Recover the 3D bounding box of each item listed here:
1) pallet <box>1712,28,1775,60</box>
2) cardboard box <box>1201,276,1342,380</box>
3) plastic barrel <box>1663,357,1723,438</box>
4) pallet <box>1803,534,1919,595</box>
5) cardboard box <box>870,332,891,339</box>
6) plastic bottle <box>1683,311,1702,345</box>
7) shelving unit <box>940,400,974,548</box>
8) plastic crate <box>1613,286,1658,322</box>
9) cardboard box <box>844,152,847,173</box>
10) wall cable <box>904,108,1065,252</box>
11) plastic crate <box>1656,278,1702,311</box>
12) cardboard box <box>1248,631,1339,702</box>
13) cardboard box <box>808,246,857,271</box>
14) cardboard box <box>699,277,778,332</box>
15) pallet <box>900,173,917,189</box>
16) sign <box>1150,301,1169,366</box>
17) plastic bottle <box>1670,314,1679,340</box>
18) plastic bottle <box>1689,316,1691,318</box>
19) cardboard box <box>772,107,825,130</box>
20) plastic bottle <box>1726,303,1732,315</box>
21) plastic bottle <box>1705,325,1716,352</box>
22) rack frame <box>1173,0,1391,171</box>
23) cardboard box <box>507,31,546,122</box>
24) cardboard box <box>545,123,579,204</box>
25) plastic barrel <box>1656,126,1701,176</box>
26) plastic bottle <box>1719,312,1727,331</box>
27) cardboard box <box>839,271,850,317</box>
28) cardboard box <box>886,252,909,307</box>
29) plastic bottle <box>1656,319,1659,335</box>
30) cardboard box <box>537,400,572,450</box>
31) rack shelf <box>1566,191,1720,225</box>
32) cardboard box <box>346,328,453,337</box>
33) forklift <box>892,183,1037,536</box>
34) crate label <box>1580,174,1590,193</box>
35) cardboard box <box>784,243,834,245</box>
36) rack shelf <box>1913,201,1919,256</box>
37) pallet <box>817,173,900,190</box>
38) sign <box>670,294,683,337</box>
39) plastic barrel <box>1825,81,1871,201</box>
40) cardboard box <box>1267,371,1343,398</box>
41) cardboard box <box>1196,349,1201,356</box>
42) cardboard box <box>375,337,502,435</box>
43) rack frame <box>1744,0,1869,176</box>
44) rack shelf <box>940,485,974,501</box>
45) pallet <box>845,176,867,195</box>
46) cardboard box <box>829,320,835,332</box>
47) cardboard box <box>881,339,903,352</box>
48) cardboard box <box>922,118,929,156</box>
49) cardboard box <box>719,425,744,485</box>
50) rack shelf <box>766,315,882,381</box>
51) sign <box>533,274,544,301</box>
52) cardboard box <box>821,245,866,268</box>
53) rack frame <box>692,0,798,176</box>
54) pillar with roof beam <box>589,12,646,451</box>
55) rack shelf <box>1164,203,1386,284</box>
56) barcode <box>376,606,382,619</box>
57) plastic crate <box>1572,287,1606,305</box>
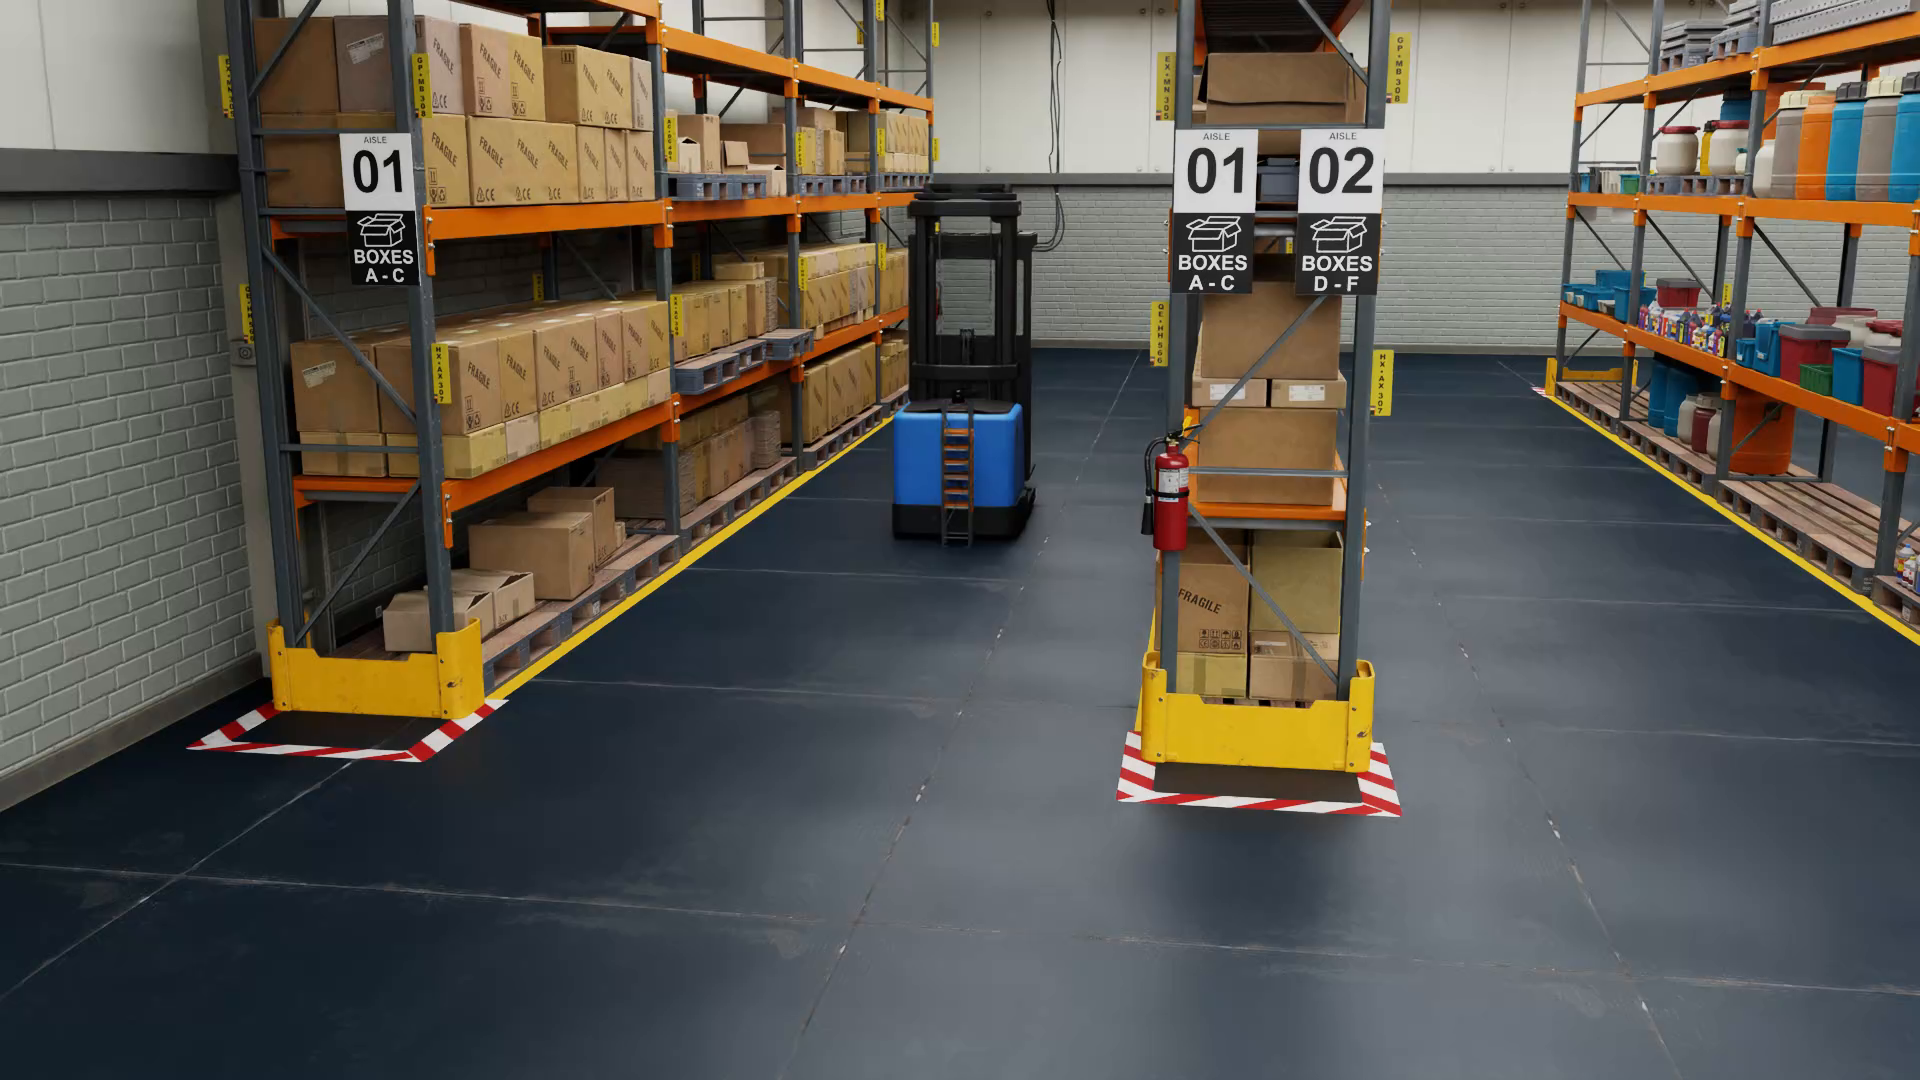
[{"bbox_3d":[7.811,-4.635,15.540,1.213,0.211,1.003,2,12,9],"label":"pallet"},{"bbox_3d":[1.638,-1.128,8.791,0.700,0.500,0.500,2,12,9],"label":"cardboard box"},{"bbox_3d":[8.075,-1.593,18.251,0.600,0.901,0.708,2,12,9],"label":"plastic barrel"},{"bbox_3d":[7.137,0.190,12.612,1.003,0.211,1.213,2,12,9],"label":"pallet"},{"bbox_3d":[-1.193,-2.854,23.514,0.380,0.149,0.250,2,12,9],"label":"cardboard box"},{"bbox_3d":[7.552,-2.185,17.129,0.144,0.351,0.185,2,12,9],"label":"plastic bottle"},{"bbox_3d":[-0.021,-0.543,13.663,0.258,1.200,0.189,1,12,7],"label":"shelving unit"},{"bbox_3d":[8.020,-2.804,19.779,0.392,0.384,0.575,2,12,9],"label":"plastic crate"},{"bbox_3d":[-1.631,-4.792,21.112,0.500,0.250,0.500,2,12,9],"label":"cardboard box"},{"bbox_3d":[0.334,-6.408,29.739,3.097,2.526,0.112,2,12,9],"label":"wall cable"},{"bbox_3d":[8.670,-2.912,20.093,0.402,0.464,0.583,2,12,9],"label":"plastic crate"},{"bbox_3d":[1.848,0.697,9.168,0.500,0.250,0.500,2,12,9],"label":"cardboard box"},{"bbox_3d":[-1.490,-3.248,19.173,0.500,0.250,0.500,2,12,10],"label":"cardboard box"},{"bbox_3d":[-2.182,-2.328,16.395,0.700,0.500,0.500,0,12,2],"label":"cardboard box"},{"bbox_3d":[-1.178,-4.841,22.428,1.003,0.211,1.213,2,12,9],"label":"pallet"},{"bbox_3d":[1.011,-1.040,8.387,0.100,0.325,0.005,2,12,9],"label":"sign"},{"bbox_3d":[7.614,-2.263,17.679,0.097,0.271,0.097,0,12,0],"label":"plastic bottle"},{"bbox_3d":[7.595,-2.185,17.287,0.061,0.283,0.133,2,12,9],"label":"plastic bottle"},{"bbox_3d":[-1.839,-4.798,18.953,0.500,0.250,0.500,1,12,7],"label":"cardboard box"},{"bbox_3d":[8.438,-2.410,18.171,0.144,0.351,0.185,2,12,9],"label":"plastic bottle"},{"bbox_3d":[7.411,-1.988,16.406,0.097,0.271,0.097,0,12,0],"label":"plastic bottle"},{"bbox_3d":[1.545,-3.270,7.806,1.000,3.000,0.127,2,12,9],"label":"rack frame"},{"bbox_3d":[-2.856,-2.793,10.055,0.500,0.500,0.500,2,12,10],"label":"cardboard box"},{"bbox_3d":[-2.796,-2.415,10.673,0.500,0.500,0.500,3,12,12],"label":"cardboard box"},{"bbox_3d":[7.956,-4.311,18.436,0.433,0.535,0.433,0,12,0],"label":"plastic barrel"},{"bbox_3d":[8.284,-2.338,18.026,0.097,0.271,0.097,0,12,0],"label":"plastic bottle"},{"bbox_3d":[-1.552,-2.780,18.782,0.500,0.500,0.500,2,12,10],"label":"cardboard box"},{"bbox_3d":[-1.185,-3.558,22.669,0.980,0.700,0.700,1,12,6],"label":"cardboard box"},{"bbox_3d":[7.706,-2.353,18.263,0.097,0.201,0.097,0,12,0],"label":"plastic bottle"},{"bbox_3d":[-2.811,-0.739,10.612,0.500,0.250,0.500,2,12,8],"label":"cardboard box"},{"bbox_3d":[8.592,-4.205,20.973,1.077,0.370,4.000,2,12,9],"label":"rack shelf"},{"bbox_3d":[-3.400,-1.010,10.086,0.500,0.500,0.500,2,12,9],"label":"cardboard box"},{"bbox_3d":[0.116,-1.728,15.054,1.130,2.935,3.031,1,12,7],"label":"forklift"},{"bbox_3d":[8.439,-4.719,22.002,0.408,0.251,0.502,2,12,9],"label":"crate label"},{"bbox_3d":[-1.833,-3.478,20.243,0.500,0.250,0.500,2,12,10],"label":"cardboard box"},{"bbox_3d":[6.747,-1.707,9.382,1.077,0.370,4.000,2,12,9],"label":"rack shelf"},{"bbox_3d":[-1.368,-4.588,21.253,1.003,0.211,1.213,2,12,9],"label":"pallet"},{"bbox_3d":[-2.197,-1.737,12.878,0.100,0.325,0.005,2,12,9],"label":"sign"},{"bbox_3d":[7.119,-3.105,12.972,0.600,0.901,0.708,2,12,9],"label":"plastic barrel"},{"bbox_3d":[1.856,-0.833,8.962,0.380,0.149,0.250,2,12,7],"label":"cardboard box"},{"bbox_3d":[1.614,-1.059,10.008,0.380,0.149,0.250,2,12,10],"label":"cardboard box"},{"bbox_3d":[-2.980,-0.890,9.530,0.500,0.500,0.500,2,12,9],"label":"cardboard box"},{"bbox_3d":[7.670,-4.774,14.786,1.000,3.000,0.127,2,12,9],"label":"rack frame"},{"bbox_3d":[-0.021,-0.382,13.698,0.258,0.103,0.180,1,12,7],"label":"rack shelf"},{"bbox_3d":[-1.597,-4.175,19.582,0.805,0.209,1.217,1,12,6],"label":"pallet"},{"bbox_3d":[-1.615,-2.430,18.698,0.380,0.149,0.250,2,12,9],"label":"cardboard box"},{"bbox_3d":[-0.975,-2.622,22.436,0.380,0.149,0.250,2,12,7],"label":"cardboard box"},{"bbox_3d":[-0.732,-5.680,23.453,0.500,0.500,0.500,2,12,8],"label":"cardboard box"},{"bbox_3d":[-2.421,-0.796,15.456,0.700,0.500,0.500,2,12,8],"label":"cardboard box"},{"bbox_3d":[-1.812,-2.227,18.915,1.077,0.370,4.000,2,12,9],"label":"rack shelf"},{"bbox_3d":[-3.284,-1.913,13.001,0.100,0.325,0.005,2,12,9],"label":"sign"},{"bbox_3d":[-1.412,-3.354,19.666,0.500,0.250,0.500,2,12,10],"label":"cardboard box"},{"bbox_3d":[-2.120,-5.095,16.275,1.000,3.000,0.127,2,12,9],"label":"rack frame"},{"bbox_3d":[1.080,-4.713,14.502,9.100,9.000,0.400,2,12,9],"label":"pillar with roof beam"},{"bbox_3d":[1.853,-1.868,10.130,1.077,0.370,4.000,2,12,9],"label":"rack shelf"},{"bbox_3d":[-3.547,0.440,10.148,0.001,0.075,0.075,2,12,9],"label":"barcode"},{"bbox_3d":[8.435,-3.276,22.331,0.416,0.233,0.300,2,12,9],"label":"plastic crate"}]
